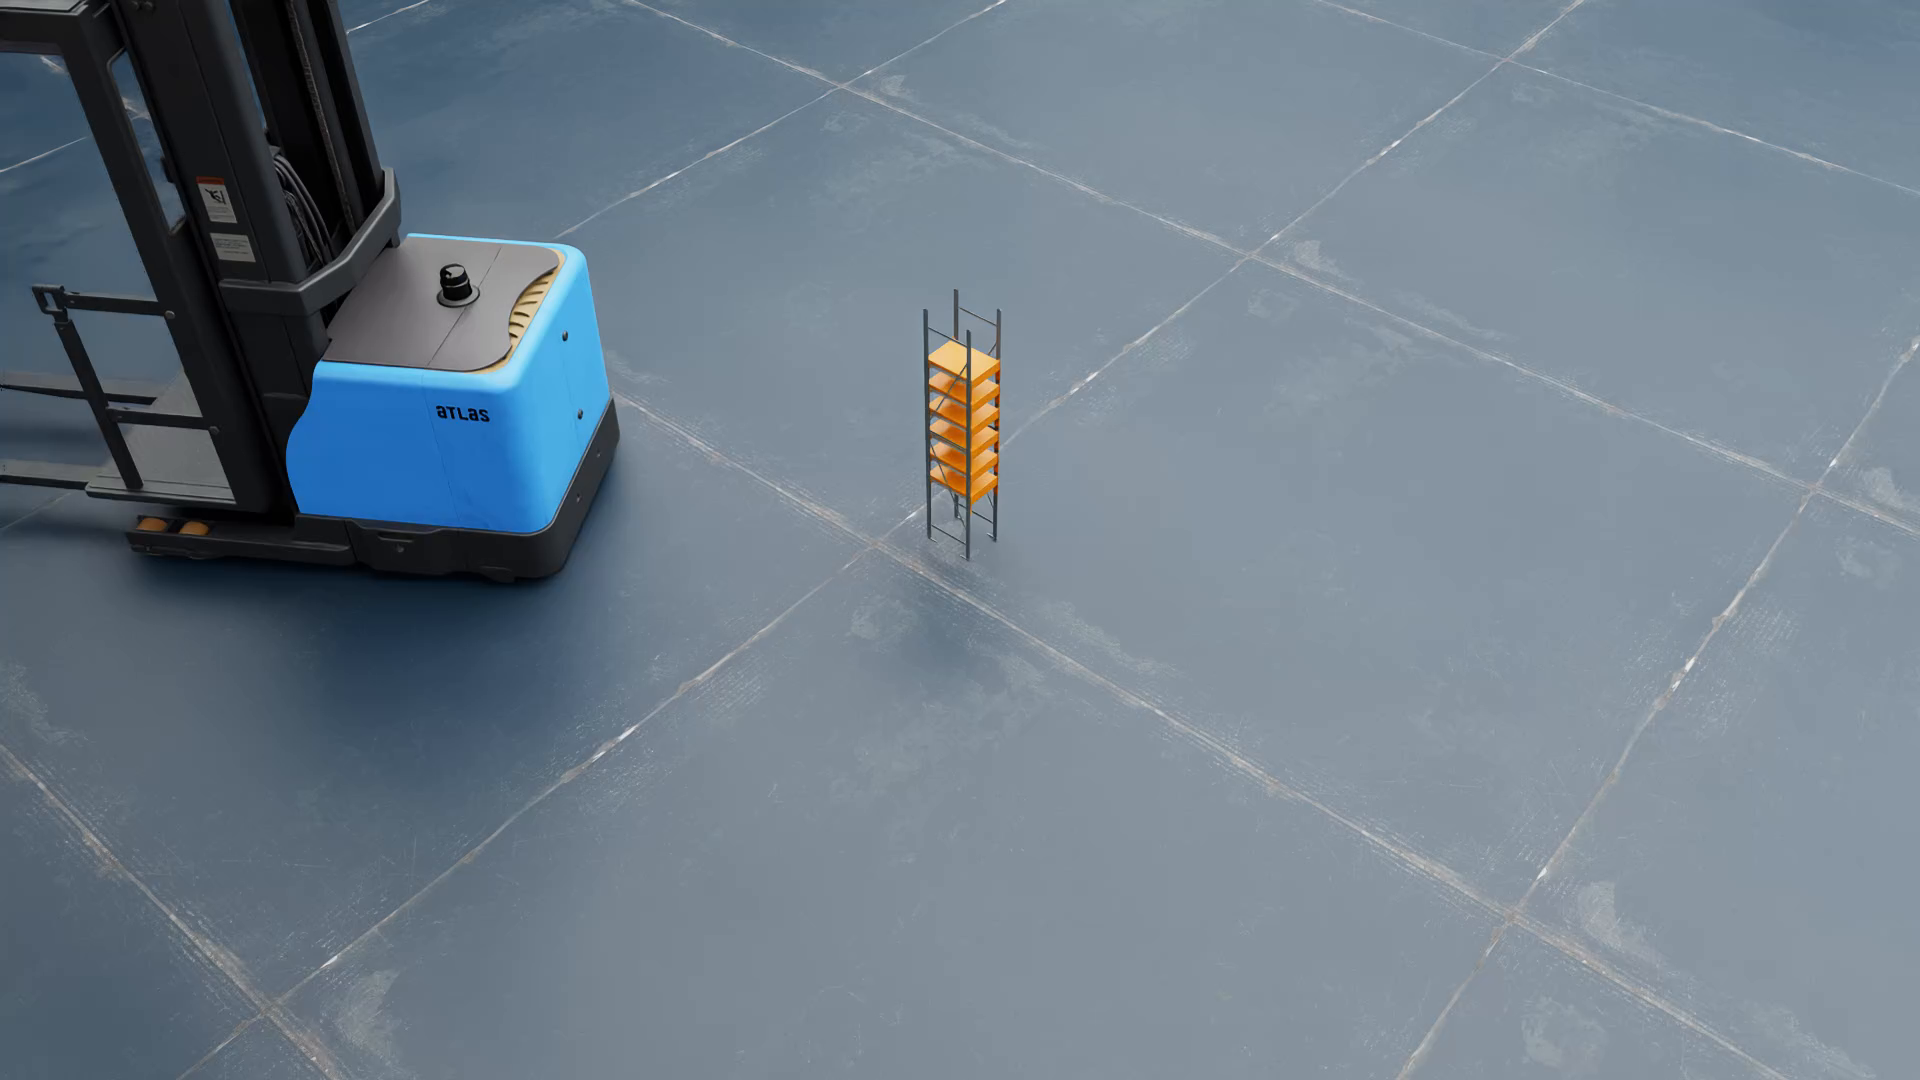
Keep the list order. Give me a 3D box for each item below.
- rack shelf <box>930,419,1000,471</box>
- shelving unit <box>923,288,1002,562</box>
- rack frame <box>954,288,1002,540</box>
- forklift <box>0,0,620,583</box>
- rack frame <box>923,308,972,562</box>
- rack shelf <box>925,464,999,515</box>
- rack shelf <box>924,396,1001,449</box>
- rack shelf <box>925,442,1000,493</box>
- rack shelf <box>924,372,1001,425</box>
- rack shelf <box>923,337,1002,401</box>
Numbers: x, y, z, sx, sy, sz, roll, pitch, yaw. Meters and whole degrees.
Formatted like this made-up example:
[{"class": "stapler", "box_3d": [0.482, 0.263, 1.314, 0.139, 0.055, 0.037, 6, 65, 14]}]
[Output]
[{"class": "rack shelf", "box_3d": [0.009, -0.419, 6.884, 0.258, 0.103, 0.180, 29, 50, 28]}, {"class": "shelving unit", "box_3d": [0.009, -0.451, 6.855, 0.258, 1.200, 0.189, 29, 50, 28]}, {"class": "rack frame", "box_3d": [0.068, -0.498, 6.906, 0.240, 1.200, 0.006, 29, 50, 28]}, {"class": "forklift", "box_3d": [-3.123, -1.346, 6.552, 3.031, 2.935, 1.130, 5, 43, 6]}, {"class": "rack frame", "box_3d": [-0.050, -0.404, 6.803, 0.240, 1.200, 0.006, 29, 50, 28]}, {"class": "rack shelf", "box_3d": [0.009, -0.241, 7.046, 0.258, 0.103, 0.180, 29, 50, 28]}, {"class": "rack shelf", "box_3d": [0.009, -0.507, 6.804, 0.258, 0.103, 0.180, 29, 50, 28]}, {"class": "rack shelf", "box_3d": [0.009, -0.330, 6.965, 0.258, 0.103, 0.180, 29, 50, 28]}, {"class": "rack shelf", "box_3d": [0.009, -0.596, 6.723, 0.258, 0.103, 0.180, 29, 50, 28]}, {"class": "rack shelf", "box_3d": [0.009, -0.685, 6.642, 0.258, 0.103, 0.180, 29, 50, 28]}]
